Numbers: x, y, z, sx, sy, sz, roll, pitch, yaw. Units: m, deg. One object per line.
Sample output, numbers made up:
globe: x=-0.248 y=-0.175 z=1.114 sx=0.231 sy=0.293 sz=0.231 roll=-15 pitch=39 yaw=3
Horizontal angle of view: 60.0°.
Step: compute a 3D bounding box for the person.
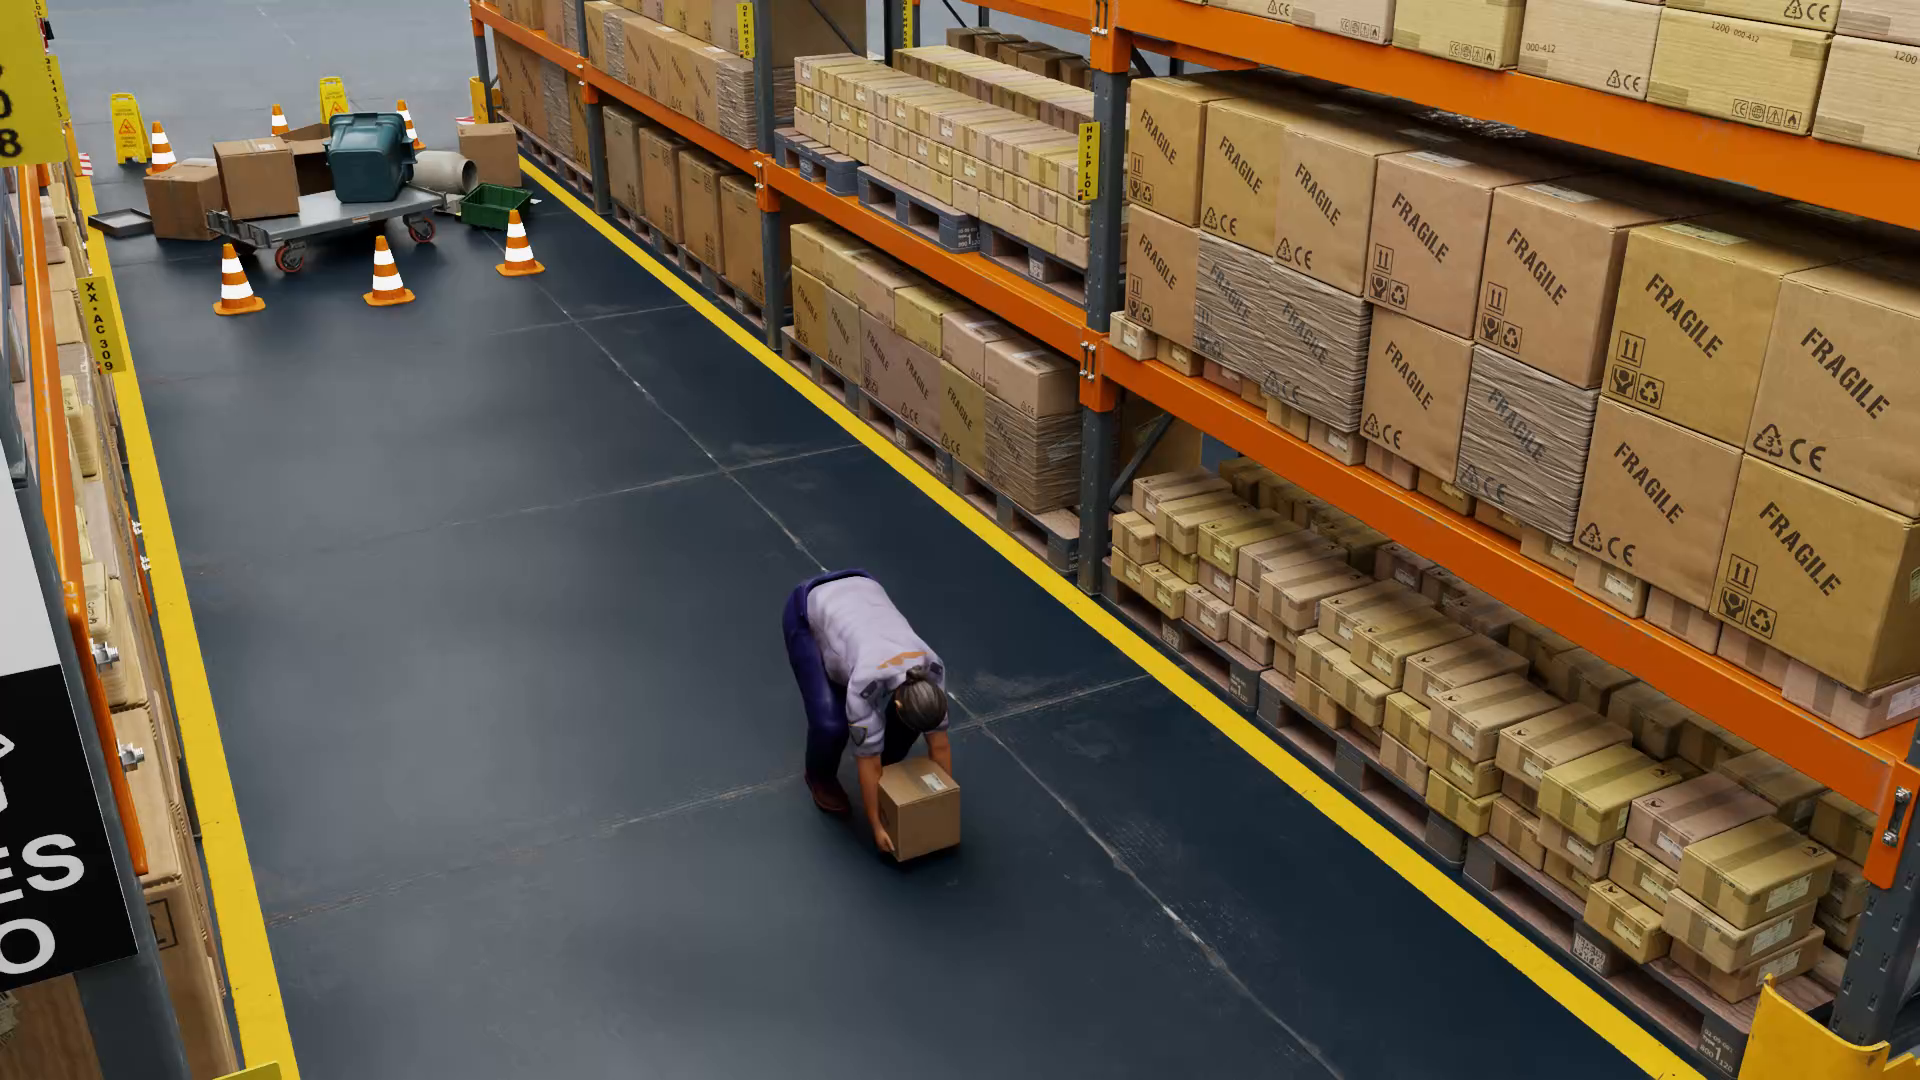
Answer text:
person: x=-0.318 y=0.629 z=6.207 sx=0.502 sy=0.881 sz=0.898 roll=-14 pitch=29 yaw=-27
